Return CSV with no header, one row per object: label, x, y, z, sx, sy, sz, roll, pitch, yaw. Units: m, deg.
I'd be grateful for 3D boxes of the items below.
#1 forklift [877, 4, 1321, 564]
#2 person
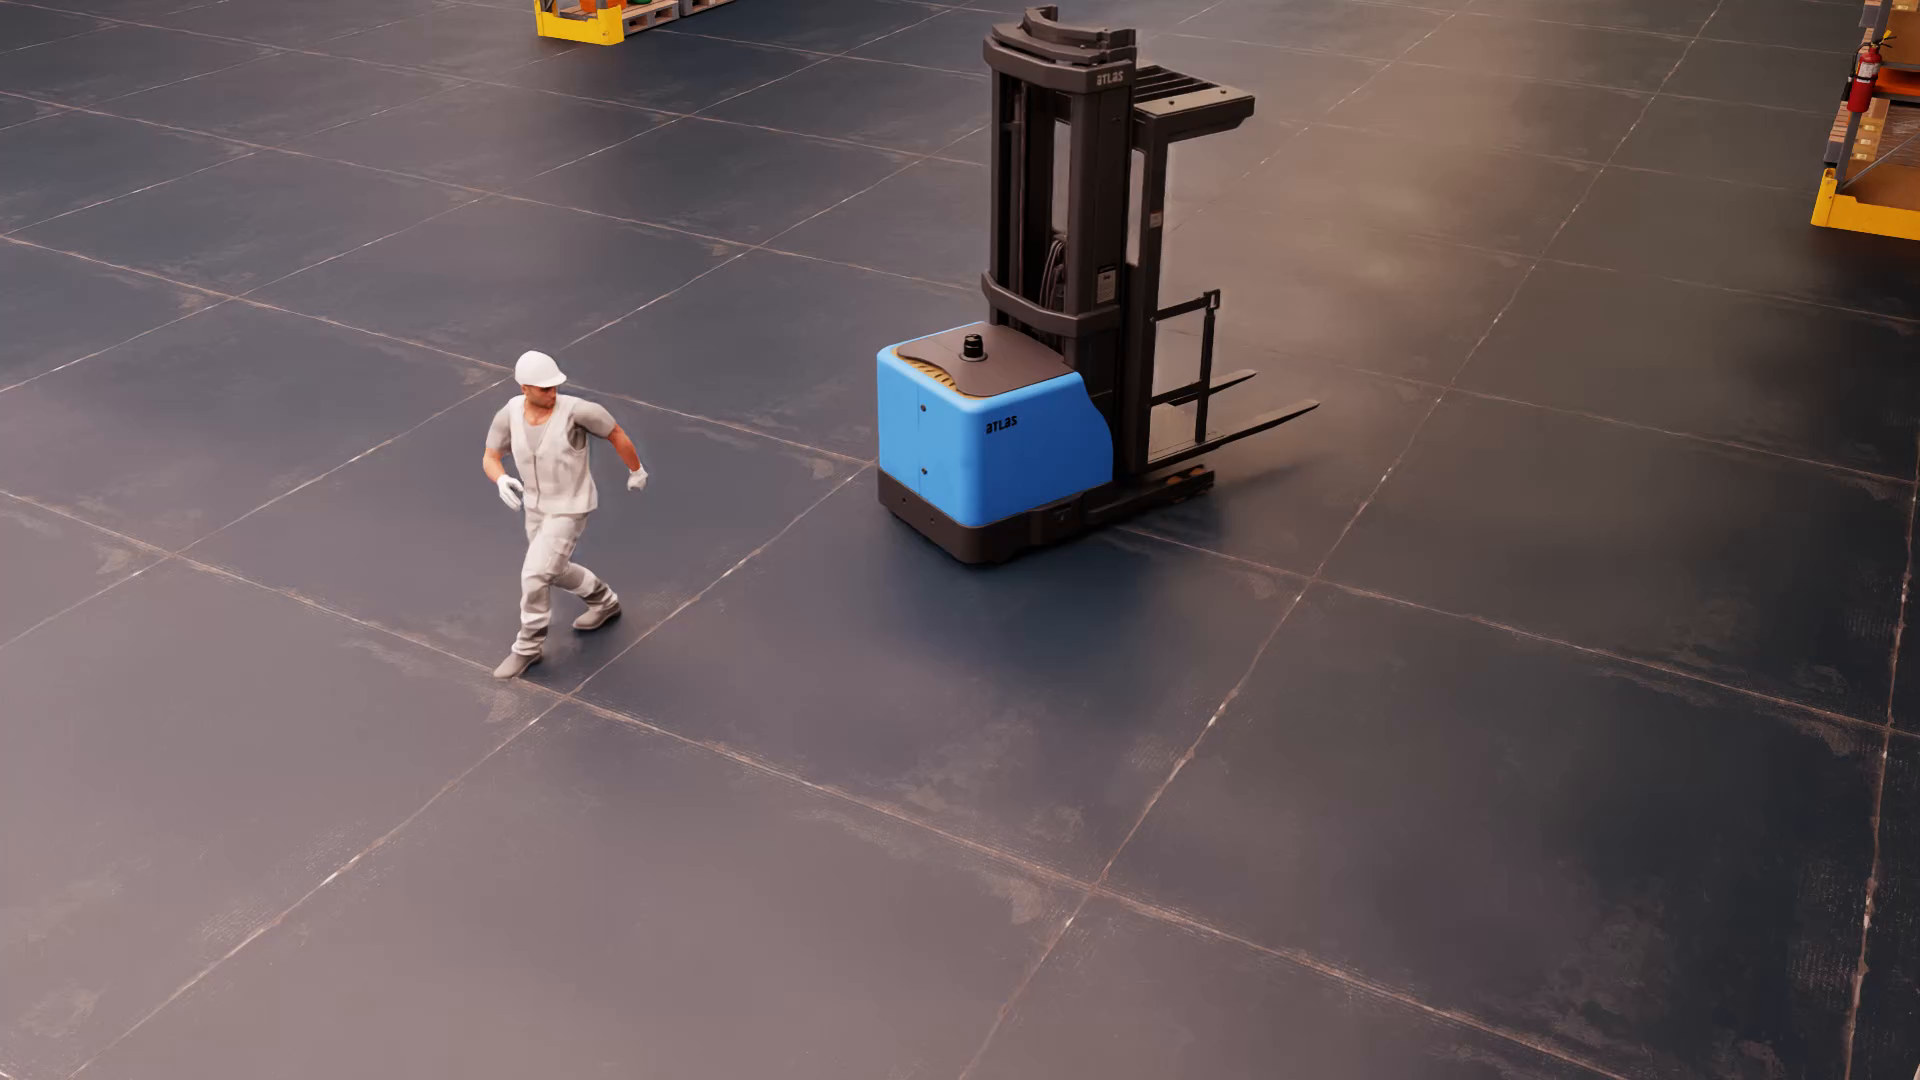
forklift,0.991,-1.696,10.010,3.031,2.935,1.130,-19,35,-30
person,-2.123,-0.180,8.627,0.560,1.713,0.986,20,35,30
